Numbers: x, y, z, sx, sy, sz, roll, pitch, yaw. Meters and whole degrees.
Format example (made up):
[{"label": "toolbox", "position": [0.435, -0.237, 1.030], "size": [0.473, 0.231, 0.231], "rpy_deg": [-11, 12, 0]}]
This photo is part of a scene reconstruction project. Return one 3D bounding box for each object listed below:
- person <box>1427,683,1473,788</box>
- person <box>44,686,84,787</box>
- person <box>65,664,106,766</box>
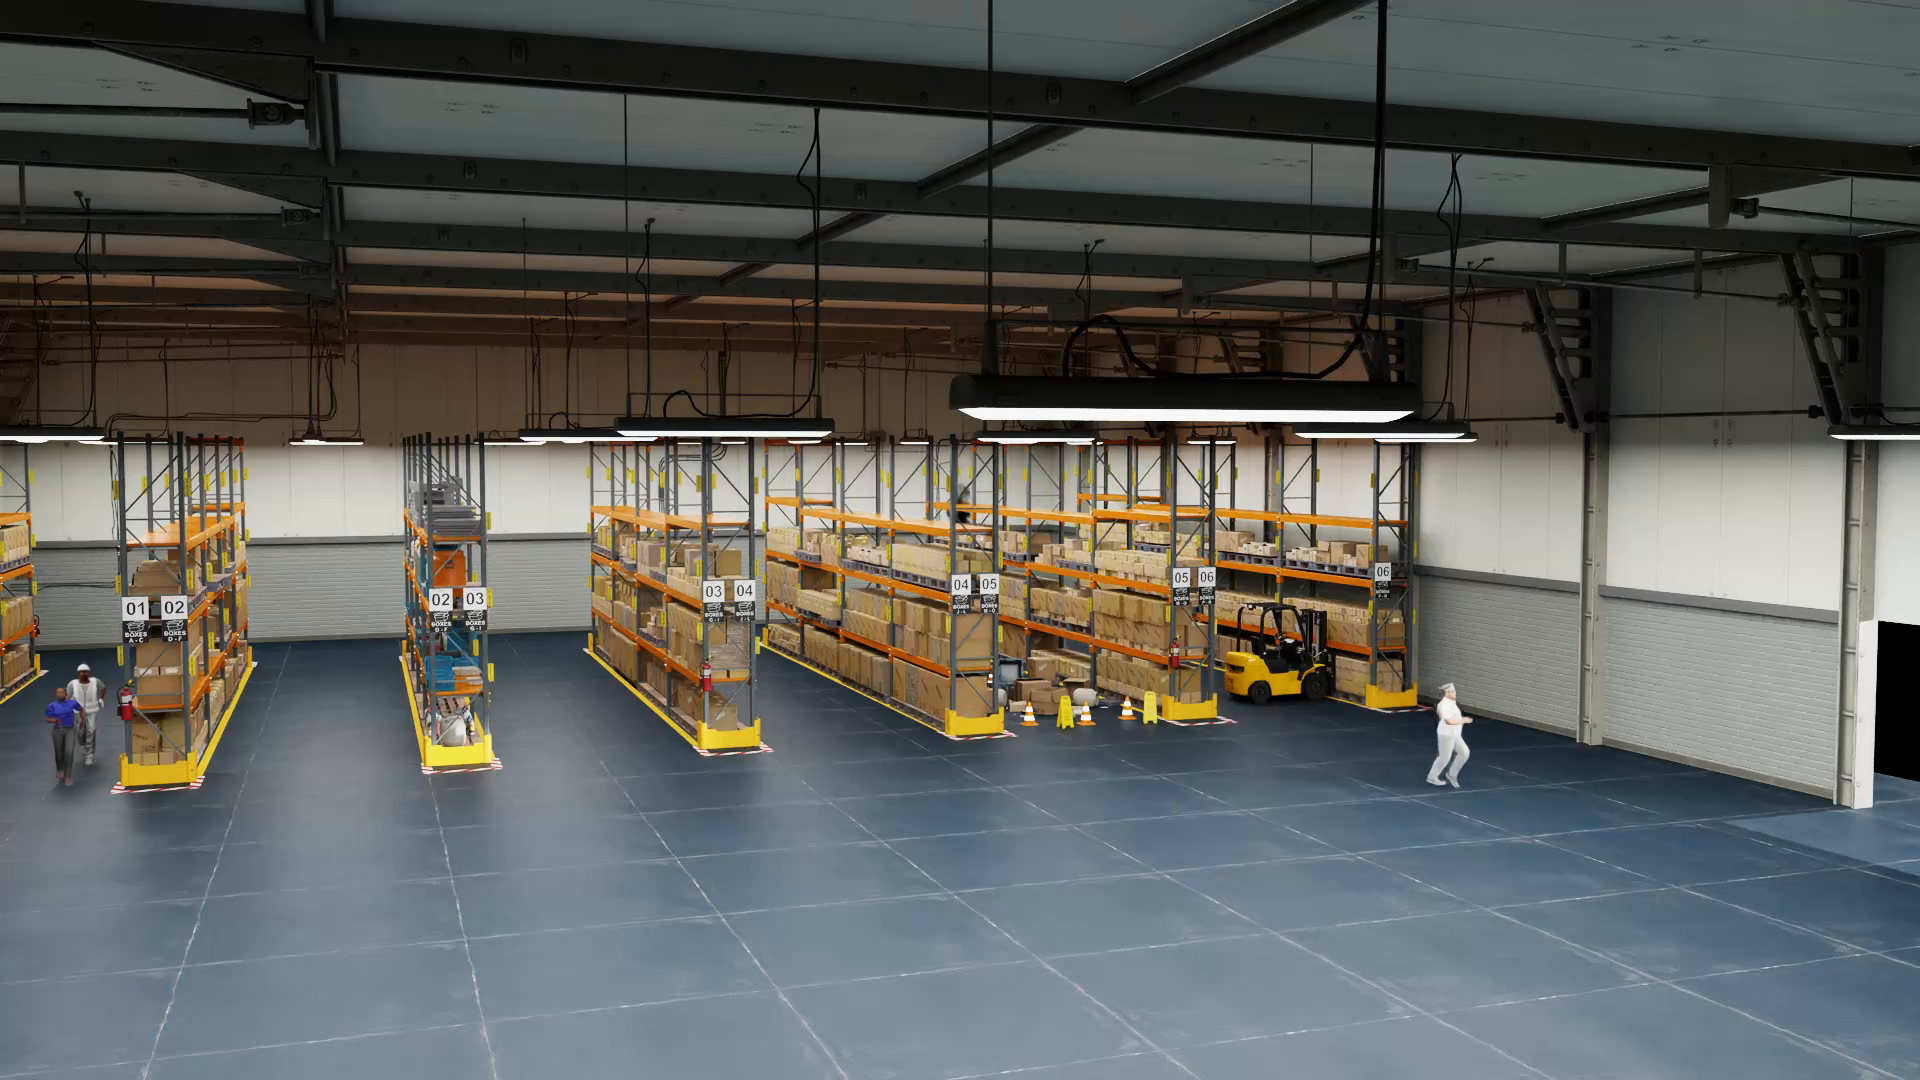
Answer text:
[{"label": "person", "position": [8.243, 3.297, 27.948], "size": [0.736, 1.824, 0.637], "rpy_deg": [2, 4, 30]}, {"label": "person", "position": [-15.285, 3.335, 28.382], "size": [0.583, 1.684, 0.866], "rpy_deg": [-1, 3, -24]}, {"label": "person", "position": [-15.891, 3.145, 30.204], "size": [0.682, 1.792, 0.985], "rpy_deg": [-2, 4, -26]}]
